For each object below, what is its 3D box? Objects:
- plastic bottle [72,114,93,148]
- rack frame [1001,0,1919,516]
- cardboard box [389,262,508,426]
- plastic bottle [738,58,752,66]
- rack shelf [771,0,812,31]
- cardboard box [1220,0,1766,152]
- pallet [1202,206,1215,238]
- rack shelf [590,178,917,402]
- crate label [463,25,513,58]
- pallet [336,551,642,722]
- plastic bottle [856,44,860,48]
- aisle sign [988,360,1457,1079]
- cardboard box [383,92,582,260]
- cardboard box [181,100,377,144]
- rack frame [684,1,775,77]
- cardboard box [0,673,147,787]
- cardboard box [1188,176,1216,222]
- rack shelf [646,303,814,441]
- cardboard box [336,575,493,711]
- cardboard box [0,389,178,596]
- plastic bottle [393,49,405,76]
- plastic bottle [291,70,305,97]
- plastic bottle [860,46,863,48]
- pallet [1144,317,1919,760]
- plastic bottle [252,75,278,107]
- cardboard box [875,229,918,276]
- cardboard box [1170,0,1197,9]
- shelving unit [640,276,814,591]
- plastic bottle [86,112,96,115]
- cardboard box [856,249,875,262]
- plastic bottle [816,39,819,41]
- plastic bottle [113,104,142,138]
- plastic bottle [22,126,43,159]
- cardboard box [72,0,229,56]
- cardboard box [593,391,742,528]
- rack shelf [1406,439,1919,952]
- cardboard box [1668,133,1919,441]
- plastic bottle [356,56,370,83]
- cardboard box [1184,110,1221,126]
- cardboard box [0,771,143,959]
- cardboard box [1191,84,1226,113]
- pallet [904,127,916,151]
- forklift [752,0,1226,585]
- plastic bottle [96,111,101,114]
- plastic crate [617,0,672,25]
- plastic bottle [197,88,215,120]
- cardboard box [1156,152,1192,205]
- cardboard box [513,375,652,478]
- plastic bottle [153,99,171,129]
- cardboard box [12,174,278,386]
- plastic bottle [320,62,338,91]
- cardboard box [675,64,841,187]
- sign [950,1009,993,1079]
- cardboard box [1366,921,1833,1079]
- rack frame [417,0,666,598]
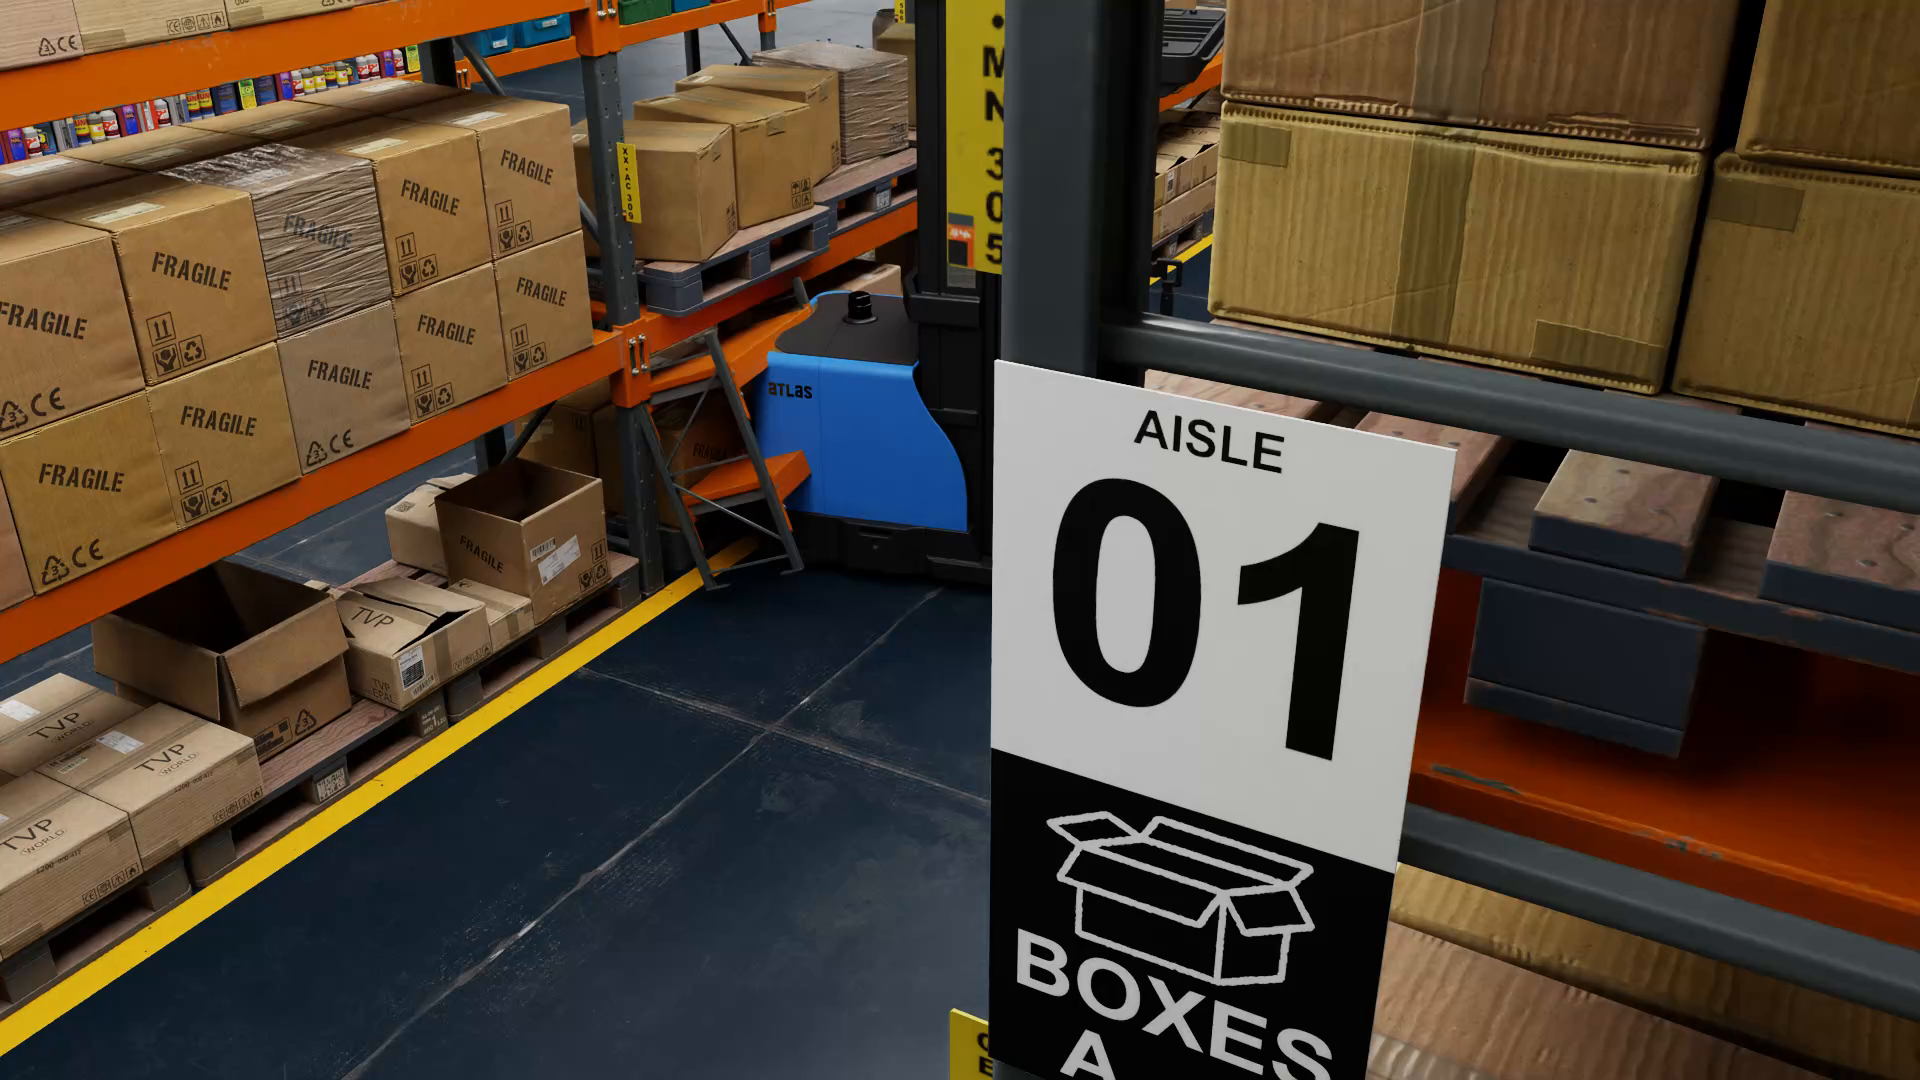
[{"bbox_3d":[-5.339,-2.519,10.075,0.097,0.271,0.097,0,27,0],"label":"plastic bottle"},{"bbox_3d":[0.499,-1.241,0.675,1.000,3.000,0.127,14,30,26],"label":"rack frame"},{"bbox_3d":[-2.123,-0.798,6.382,0.500,0.500,0.500,15,30,28],"label":"cardboard box"},{"bbox_3d":[-2.158,-4.743,16.841,0.144,0.351,0.185,13,30,25],"label":"plastic bottle"},{"bbox_3d":[-1.240,-5.874,17.437,1.077,0.370,4.000,14,30,26],"label":"rack shelf"},{"bbox_3d":[0.621,-0.745,1.786,0.500,0.500,0.500,14,30,26],"label":"cardboard box"},{"bbox_3d":[1.759,-2.781,13.570,1.003,0.211,1.213,14,30,26],"label":"pallet"},{"bbox_3d":[-0.864,-1.664,9.027,1.077,0.370,4.000,14,30,26],"label":"rack shelf"},{"bbox_3d":[-3.658,-3.864,12.805,0.303,0.233,0.416,14,30,26],"label":"crate label"},{"bbox_3d":[-2.187,0.308,7.399,1.003,0.211,1.213,14,30,26],"label":"pallet"},{"bbox_3d":[-1.072,-4.963,17.282,0.144,0.351,0.185,16,31,28],"label":"plastic bottle"},{"bbox_3d":[0.202,0.242,1.512,0.394,0.787,0.004,14,30,26],"label":"aisle sign"},{"bbox_3d":[-1.872,-1.444,6.555,0.500,0.500,0.500,14,30,26],"label":"cardboard box"},{"bbox_3d":[-2.579,-1.375,6.417,0.500,0.500,0.500,13,29,25],"label":"cardboard box"},{"bbox_3d":[-2.224,-5.416,15.719,1.000,3.000,0.127,14,30,26],"label":"rack frame"},{"bbox_3d":[-3.270,0.756,5.970,0.500,0.250,0.500,14,30,26],"label":"cardboard box"},{"bbox_3d":[1.634,-2.661,12.817,0.500,0.250,0.500,15,30,27],"label":"cardboard box"},{"bbox_3d":[-1.057,-0.785,7.739,0.538,0.278,1.000,-12,18,21],"label":"rack shelf"},{"bbox_3d":[-2.251,0.376,6.660,0.500,0.311,0.500,14,30,26],"label":"cardboard box"},{"bbox_3d":[-2.870,-0.204,5.195,0.500,0.500,0.500,14,30,26],"label":"cardboard box"},{"bbox_3d":[-4.092,-3.476,12.065,0.097,0.201,0.097,0,27,0],"label":"plastic bottle"},{"bbox_3d":[-4.540,-3.120,11.355,0.097,0.201,0.097,0,27,0],"label":"plastic bottle"},{"bbox_3d":[-1.018,-5.076,17.582,0.061,0.283,0.133,14,30,26],"label":"plastic bottle"},{"bbox_3d":[0.854,-0.151,1.949,1.003,0.211,1.213,14,30,26],"label":"pallet"},{"bbox_3d":[-4.696,-3.085,11.118,0.144,0.351,0.185,14,30,26],"label":"plastic bottle"},{"bbox_3d":[-0.160,-1.740,9.839,0.500,0.250,0.500,15,30,28],"label":"cardboard box"},{"bbox_3d":[1.436,-3.868,12.514,0.500,0.500,0.500,17,31,30],"label":"cardboard box"},{"bbox_3d":[-0.965,-0.520,7.823,0.538,1.125,1.048,-12,18,21],"label":"shelving unit"},{"bbox_3d":[-5.635,-2.837,10.710,0.097,0.271,0.097,0,27,0],"label":"plastic bottle"},{"bbox_3d":[-0.606,-1.524,10.245,0.500,0.500,0.500,13,29,24],"label":"cardboard box"},{"bbox_3d":[-1.546,-5.235,17.900,0.061,0.283,0.133,15,30,27],"label":"plastic bottle"},{"bbox_3d":[-5.170,-2.641,10.306,0.061,0.283,0.133,14,30,26],"label":"plastic bottle"},{"bbox_3d":[-5.501,-2.360,9.835,0.097,0.201,0.097,0,27,0],"label":"plastic bottle"},{"bbox_3d":[-2.600,-1.649,5.010,0.500,0.250,0.500,14,30,26],"label":"cardboard box"},{"bbox_3d":[-1.398,-0.420,8.039,0.500,0.500,0.500,13,29,24],"label":"cardboard box"},{"bbox_3d":[1.482,-0.357,3.065,1.077,0.370,4.000,14,30,26],"label":"rack shelf"},{"bbox_3d":[1.071,-0.295,1.724,0.500,0.250,0.500,16,31,29],"label":"cardboard box"},{"bbox_3d":[-4.253,-3.348,11.809,0.097,0.201,0.097,0,27,0],"label":"plastic bottle"},{"bbox_3d":[2.138,-3.312,13.491,0.500,0.311,0.500,14,30,26],"label":"cardboard box"},{"bbox_3d":[-3.056,1.041,5.399,0.500,0.250,0.500,14,30,26],"label":"cardboard box"},{"bbox_3d":[2.381,-4.039,14.732,0.500,0.500,0.500,14,30,26],"label":"cardboard box"},{"bbox_3d":[-0.153,-2.400,9.907,1.213,0.211,1.003,14,30,26],"label":"pallet"},{"bbox_3d":[0.604,-1.237,7.446,3.031,2.935,1.130,7,27,14],"label":"forklift"},{"bbox_3d":[-5.639,-2.949,10.930,0.152,0.276,0.135,14,30,26],"label":"plastic bottle"},{"bbox_3d":[-2.835,-4.581,14.286,0.450,0.188,0.662,14,30,26],"label":"plastic crate"},{"bbox_3d":[-4.901,-2.866,10.768,0.097,0.271,0.097,0,27,0],"label":"plastic bottle"},{"bbox_3d":[1.389,-2.719,12.307,0.500,0.311,0.500,14,30,25],"label":"cardboard box"},{"bbox_3d":[-1.855,-0.541,8.280,0.500,0.500,0.500,14,30,26],"label":"cardboard box"},{"bbox_3d":[-5.063,-2.706,10.527,0.097,0.201,0.097,0,27,0],"label":"plastic bottle"},{"bbox_3d":[-2.618,-0.851,5.371,0.500,0.500,0.500,14,30,26],"label":"cardboard box"},{"bbox_3d":[-4.397,-3.266,11.566,0.097,0.271,0.097,0,27,0],"label":"plastic bottle"},{"bbox_3d":[-1.033,-2.141,8.595,0.700,0.500,0.500,7,27,13],"label":"cardboard box"},{"bbox_3d":[0.033,0.693,1.956,0.100,0.325,0.005,14,30,26],"label":"sign"},{"bbox_3d":[0.741,1.107,2.353,0.980,0.700,0.700,16,31,28],"label":"cardboard box"},{"bbox_3d":[-1.848,-1.206,7.309,1.000,3.000,0.127,14,30,26],"label":"rack frame"}]
